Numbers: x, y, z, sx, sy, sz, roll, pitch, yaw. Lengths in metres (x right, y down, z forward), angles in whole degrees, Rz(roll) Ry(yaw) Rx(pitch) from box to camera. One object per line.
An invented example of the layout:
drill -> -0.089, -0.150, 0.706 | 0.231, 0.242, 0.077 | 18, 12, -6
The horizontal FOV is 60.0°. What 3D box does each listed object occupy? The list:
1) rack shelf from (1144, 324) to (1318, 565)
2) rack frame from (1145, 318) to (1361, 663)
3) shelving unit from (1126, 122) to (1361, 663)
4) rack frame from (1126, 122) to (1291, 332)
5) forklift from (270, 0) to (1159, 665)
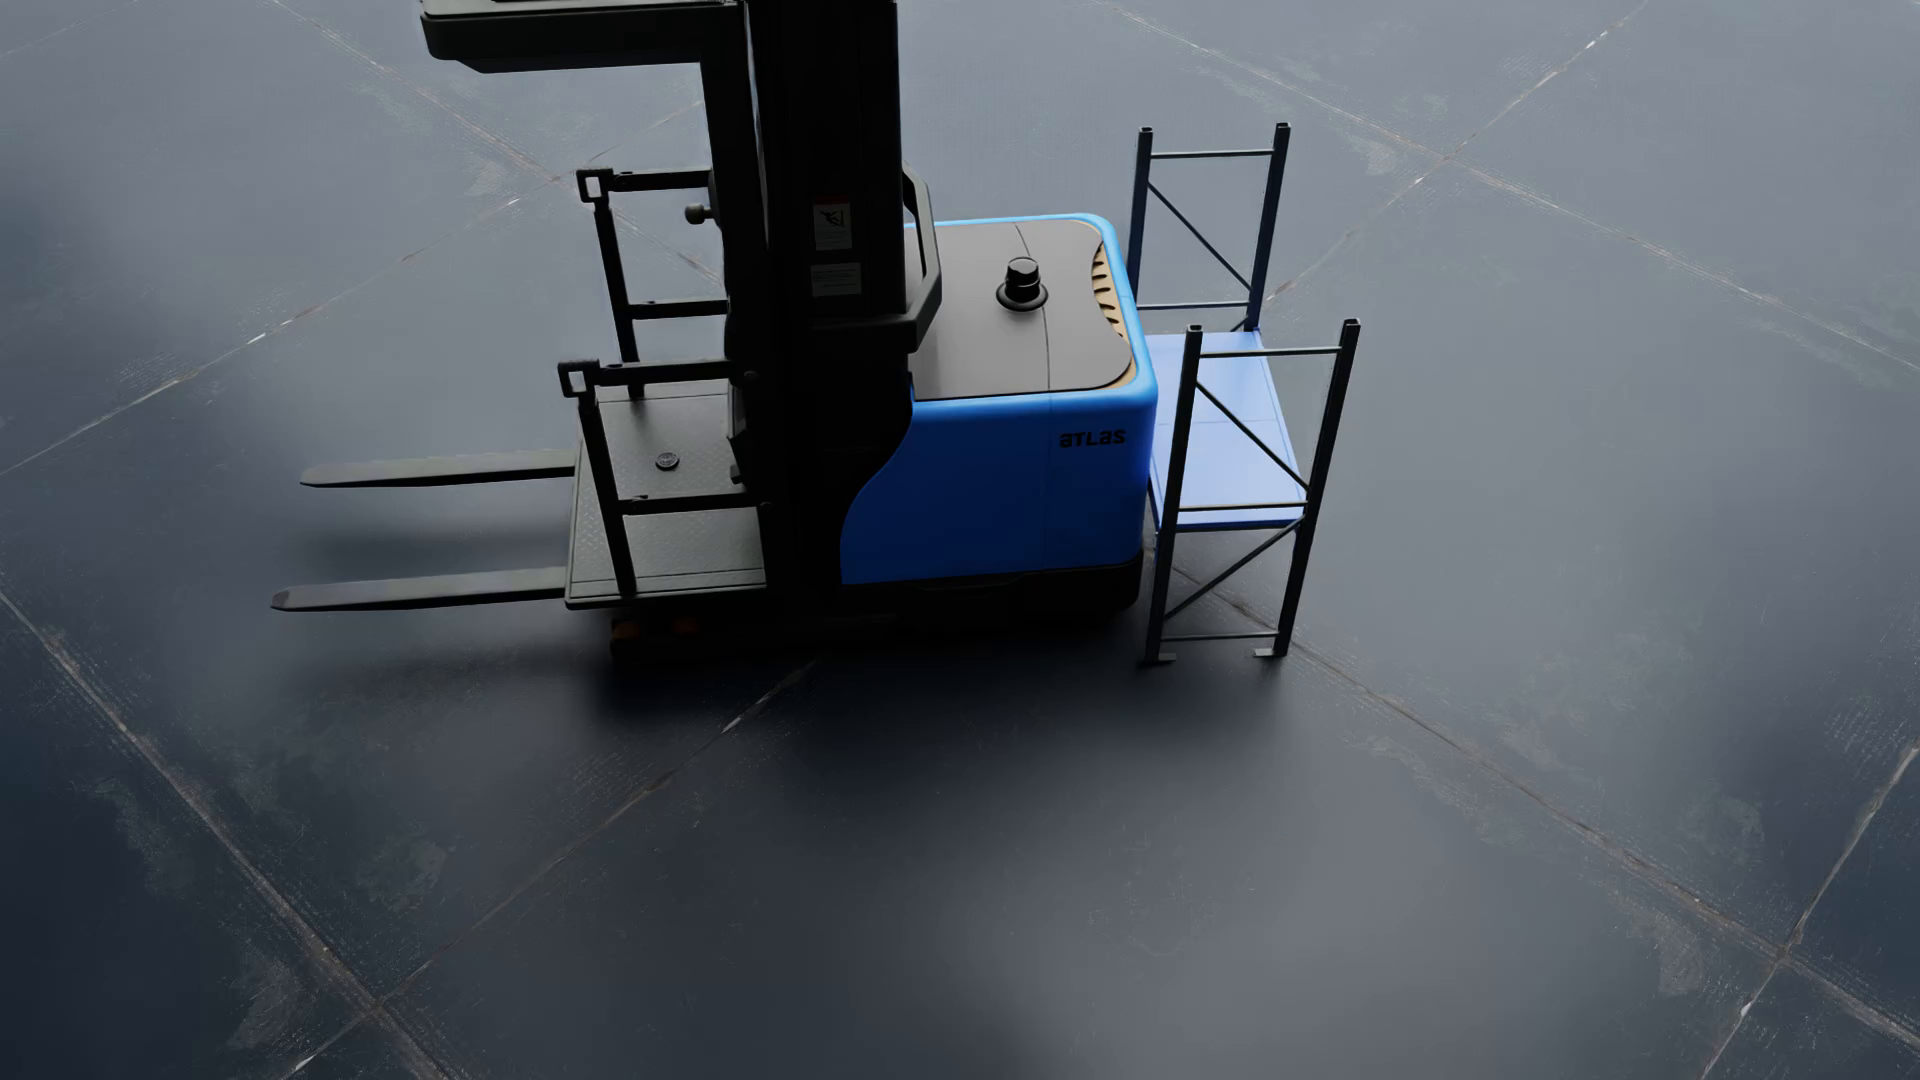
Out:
rack shelf -> 0.871, -0.352, 5.798 | 0.538, 0.185, 1.000 | -3, 47, -2
rack frame -> 0.902, -0.105, 5.320 | 0.500, 1.500, 0.032 | -3, 47, -2
shelving unit -> 0.871, -0.475, 5.667 | 0.538, 1.500, 1.048 | -3, 47, -2
rack frame -> 0.839, -0.845, 6.014 | 0.500, 1.500, 0.032 | -3, 47, -2
forklift -> -0.906, -0.973, 5.154 | 3.031, 2.935, 1.130 | -4, 47, -4
